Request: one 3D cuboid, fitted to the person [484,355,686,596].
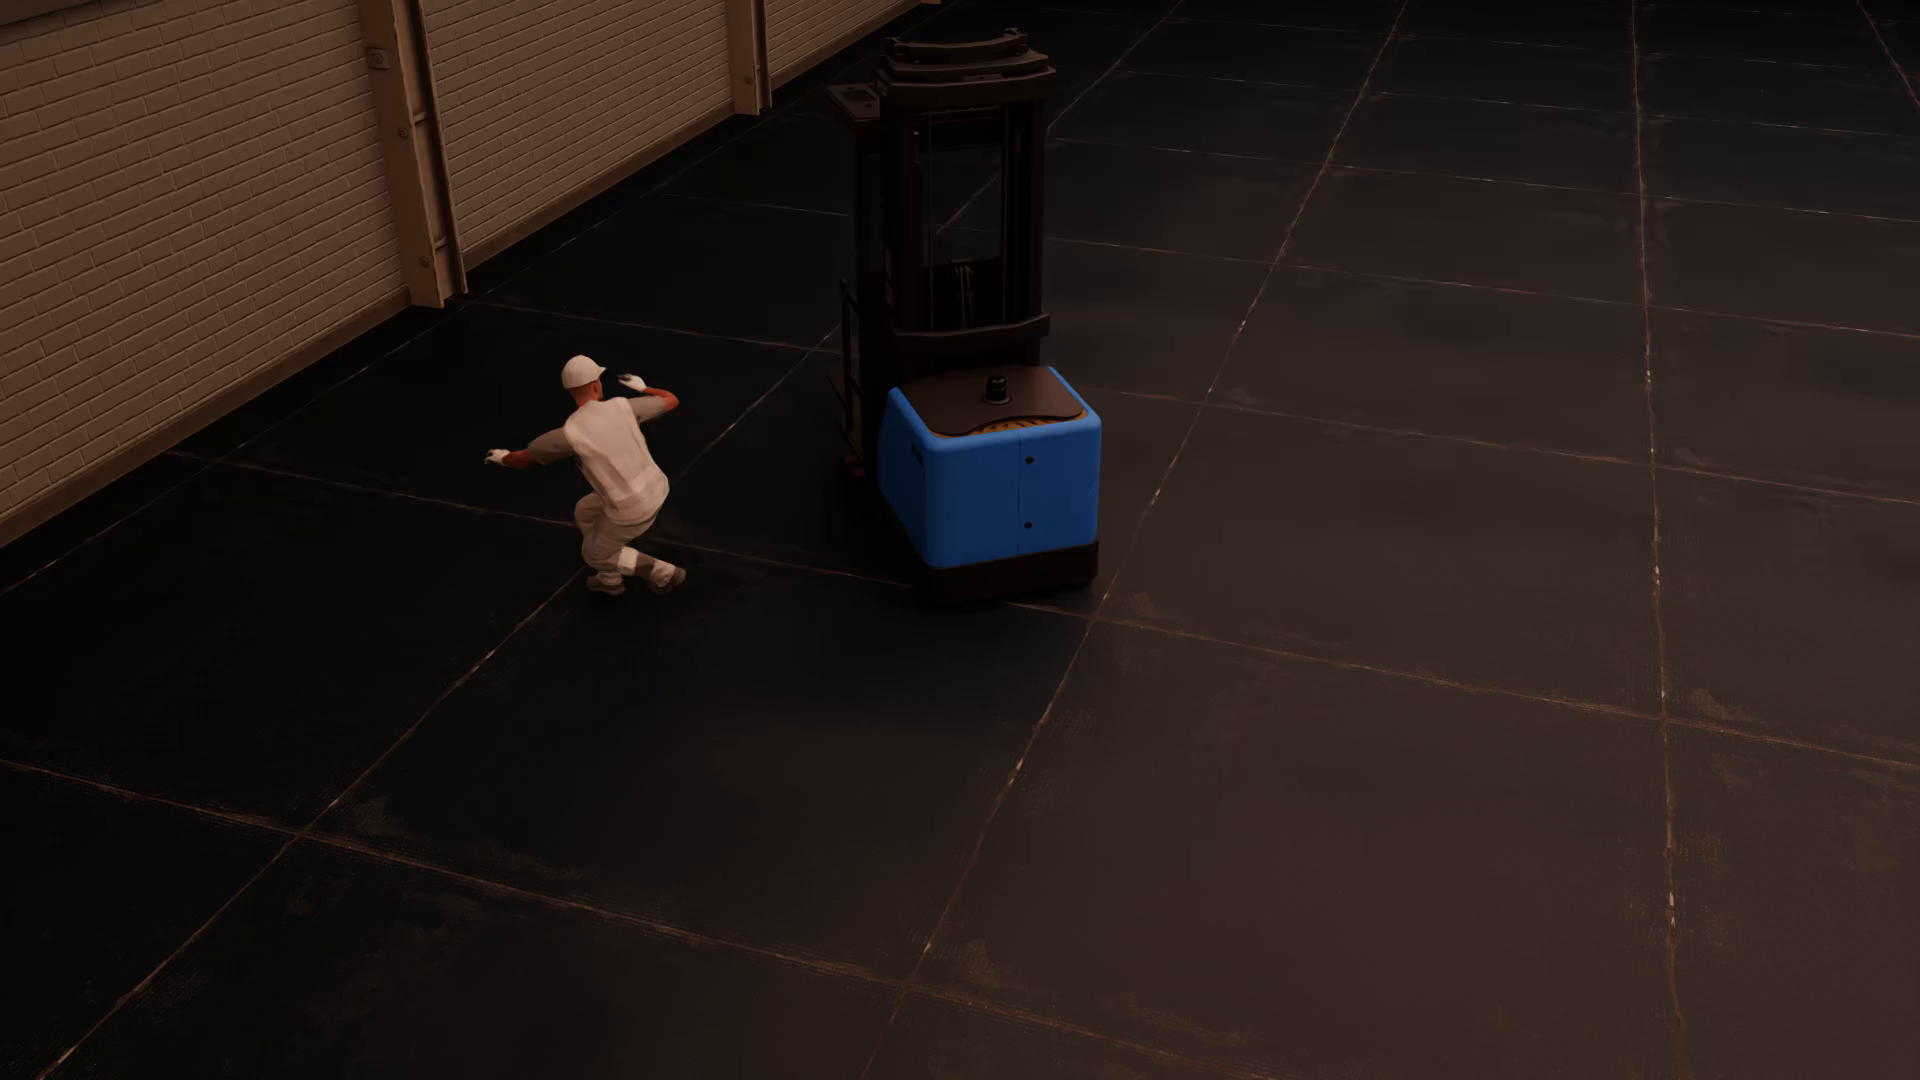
[{"bbox_3d":[-2.031,-0.363,9.242,1.092,1.489,0.812,12,32,21],"label":"person"}]

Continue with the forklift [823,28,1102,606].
[{"bbox_3d":[-0.150,-1.622,9.981,1.130,2.935,3.031,-9,31,-16],"label":"forklift"}]
